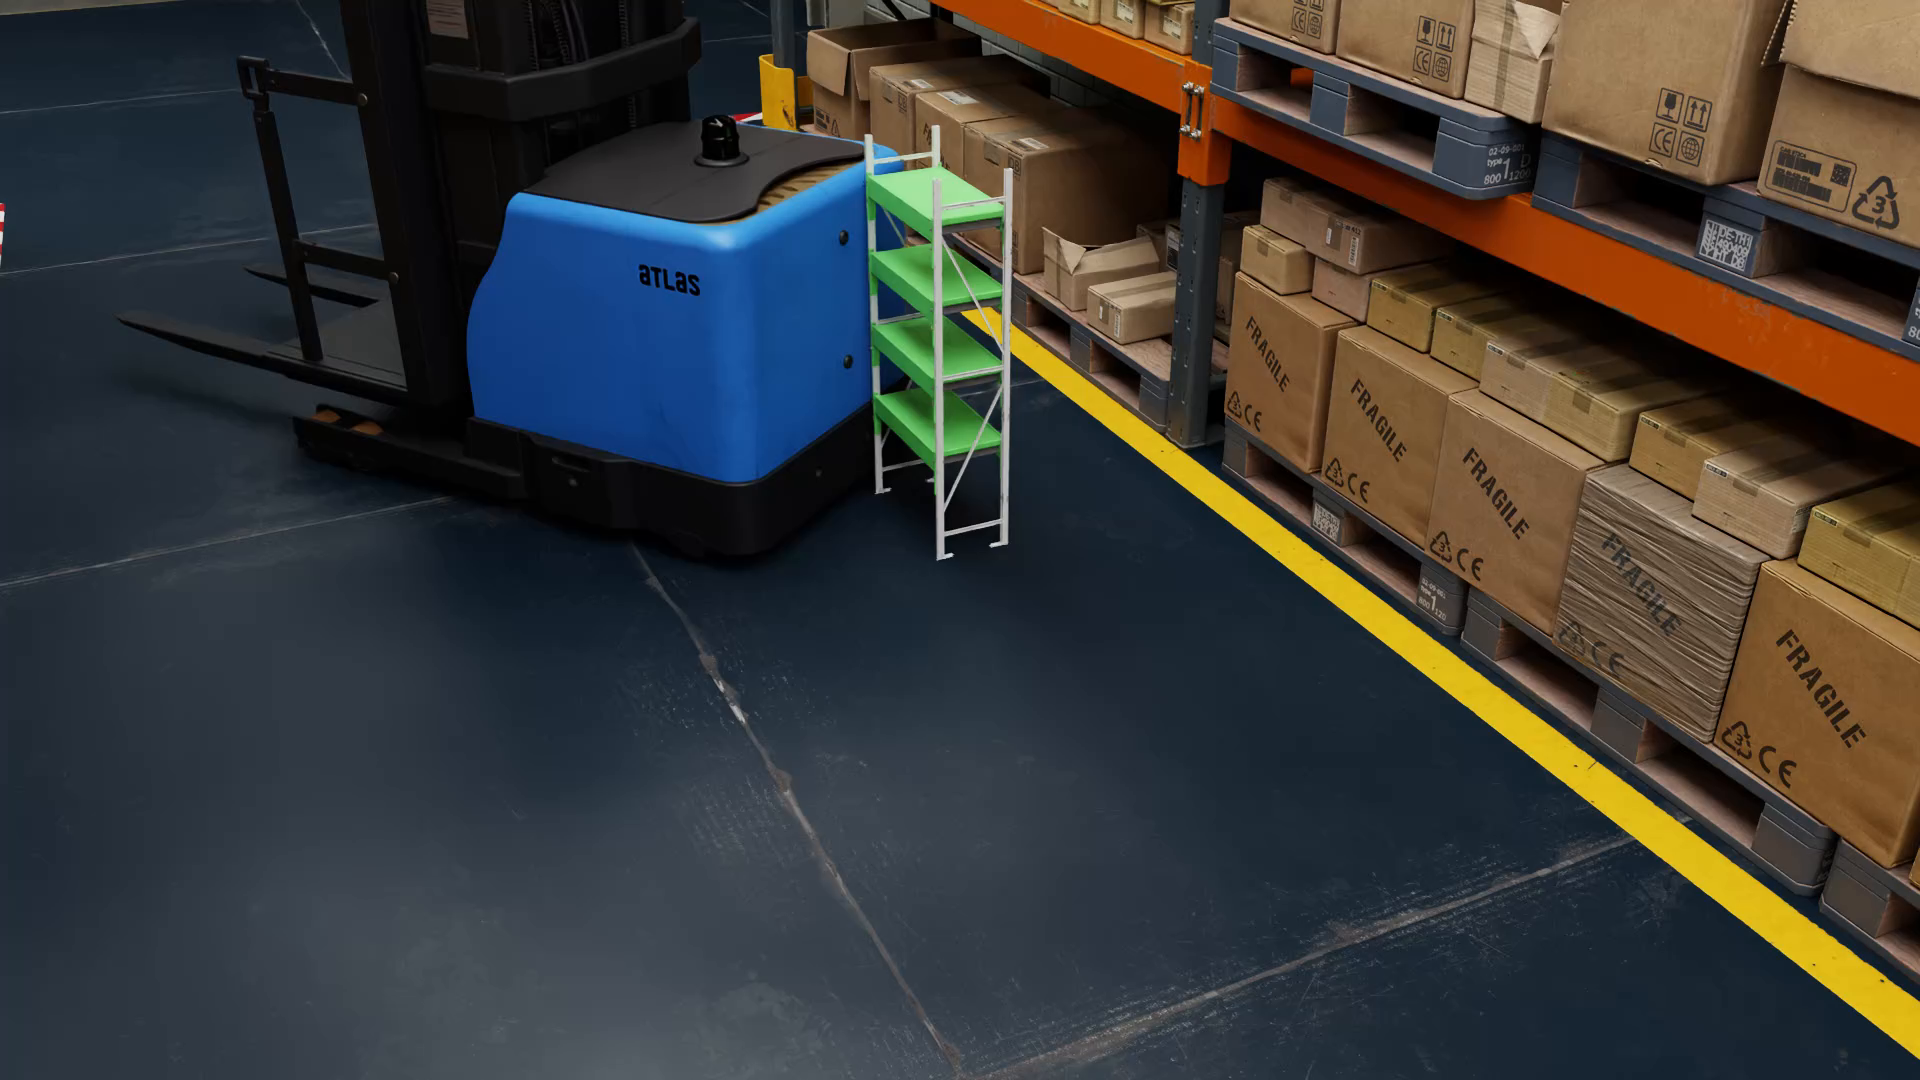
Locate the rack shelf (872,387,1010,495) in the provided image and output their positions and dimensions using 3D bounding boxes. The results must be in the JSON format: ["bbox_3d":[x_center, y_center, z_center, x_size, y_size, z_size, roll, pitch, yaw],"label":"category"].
[{"bbox_3d":[-0.066,-0.331,5.233,0.258,0.148,0.480,-13,32,-22],"label":"rack shelf"}]

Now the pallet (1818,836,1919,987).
[{"bbox_3d":[2.635,0.898,3.432,1.003,0.211,1.213,-13,32,-22],"label":"pallet"}]

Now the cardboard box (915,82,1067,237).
[{"bbox_3d":[0.133,-1.677,7.300,0.500,0.500,0.500,-12,32,-21],"label":"cardboard box"}]

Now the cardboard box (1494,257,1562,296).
[{"bbox_3d":[1.853,-0.800,5.074,0.380,0.149,0.250,-13,32,-21],"label":"cardboard box"}]

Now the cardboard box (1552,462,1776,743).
[{"bbox_3d":[1.874,0.106,4.121,0.500,0.500,0.500,-14,32,-24],"label":"cardboard box"}]

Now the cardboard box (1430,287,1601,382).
[{"bbox_3d":[1.557,-0.573,4.669,0.380,0.149,0.250,-14,32,-23],"label":"cardboard box"}]

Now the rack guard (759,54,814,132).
[{"bbox_3d":[-0.480,-2.390,9.002,1.175,0.500,0.348,-13,32,-22],"label":"rack guard"}]

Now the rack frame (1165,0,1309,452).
[{"bbox_3d":[1.205,-1.747,5.299,1.000,3.000,0.127,-13,32,-22],"label":"rack frame"}]

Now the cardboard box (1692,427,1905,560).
[{"bbox_3d":[1.937,-0.113,3.847,0.380,0.149,0.250,-15,32,-24],"label":"cardboard box"}]

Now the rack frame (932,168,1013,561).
[{"bbox_3d":[0.037,-0.488,4.892,0.240,1.200,0.015,-13,32,-22],"label":"rack frame"}]

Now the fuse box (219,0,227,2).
[{"bbox_3d":[-5.476,-4.771,12.009,0.539,1.711,0.414,-13,32,-22],"label":"fuse box"}]

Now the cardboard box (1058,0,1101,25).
[{"bbox_3d":[0.575,-1.946,5.910,0.380,0.149,0.250,-12,32,-21],"label":"cardboard box"}]

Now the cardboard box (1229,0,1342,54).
[{"bbox_3d":[1.210,-1.713,4.707,0.700,0.500,0.500,-12,32,-21],"label":"cardboard box"}]

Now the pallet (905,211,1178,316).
[{"bbox_3d":[0.383,-1.374,7.485,1.003,0.211,1.213,-13,32,-22],"label":"pallet"}]

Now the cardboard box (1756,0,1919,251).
[{"bbox_3d":[2.054,-0.891,3.237,0.797,0.503,0.637,-14,32,-23],"label":"cardboard box"}]

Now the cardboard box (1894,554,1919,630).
[{"bbox_3d":[2.190,0.113,3.445,0.380,0.149,0.250,-12,31,-21],"label":"cardboard box"}]

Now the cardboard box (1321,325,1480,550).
[{"bbox_3d":[1.446,-0.346,4.927,0.500,0.500,0.500,-14,32,-23],"label":"cardboard box"}]

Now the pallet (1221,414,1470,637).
[{"bbox_3d":[1.588,-0.180,5.355,1.003,0.211,1.213,-13,32,-22],"label":"pallet"}]

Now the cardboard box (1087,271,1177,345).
[{"bbox_3d":[0.700,-0.871,6.223,0.380,0.149,0.250,-14,32,-23],"label":"cardboard box"}]

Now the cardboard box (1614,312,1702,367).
[{"bbox_3d":[2.056,-0.560,4.645,0.380,0.149,0.250,-12,32,-21],"label":"cardboard box"}]

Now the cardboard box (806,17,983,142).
[{"bbox_3d":[-0.336,-2.318,8.441,0.797,0.503,0.637,-14,32,-24],"label":"cardboard box"}]

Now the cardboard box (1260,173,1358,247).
[{"bbox_3d":[1.173,-1.051,5.217,0.380,0.149,0.250,-14,32,-23],"label":"cardboard box"}]

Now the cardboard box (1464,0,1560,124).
[{"bbox_3d":[1.454,-1.178,3.991,0.396,0.266,0.258,-12,31,-20],"label":"cardboard box"}]

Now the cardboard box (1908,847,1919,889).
[{"bbox_3d":[2.341,0.562,3.308,0.500,0.500,0.500,-14,32,-23],"label":"cardboard box"}]

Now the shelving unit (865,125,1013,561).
[{"bbox_3d":[-0.067,-0.596,5.085,0.258,1.200,0.503,-13,32,-22],"label":"shelving unit"}]

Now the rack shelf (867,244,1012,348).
[{"bbox_3d":[-0.067,-0.749,4.998,0.258,0.148,0.480,-13,32,-22],"label":"rack shelf"}]

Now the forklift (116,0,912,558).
[{"bbox_3d":[-1.708,-1.724,5.328,3.031,2.935,1.130,15,32,24],"label":"forklift"}]

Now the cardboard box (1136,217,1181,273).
[{"bbox_3d":[0.948,-1.220,6.844,0.380,0.149,0.250,-14,32,-23],"label":"cardboard box"}]

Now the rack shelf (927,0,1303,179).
[{"bbox_3d":[0.346,-2.317,7.051,1.077,0.370,4.000,-13,32,-22],"label":"rack shelf"}]

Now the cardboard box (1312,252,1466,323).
[{"bbox_3d":[1.307,-0.803,5.078,0.380,0.149,0.250,-14,32,-23],"label":"cardboard box"}]

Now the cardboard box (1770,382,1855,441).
[{"bbox_3d":[2.298,-0.340,4.253,0.380,0.149,0.250,-14,32,-24],"label":"cardboard box"}]

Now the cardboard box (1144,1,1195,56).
[{"bbox_3d":[0.840,-1.726,5.517,0.380,0.149,0.250,-13,32,-21],"label":"cardboard box"}]

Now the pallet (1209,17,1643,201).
[{"bbox_3d":[1.449,-1.288,4.676,1.003,0.211,1.213,-13,32,-22],"label":"pallet"}]

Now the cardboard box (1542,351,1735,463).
[{"bbox_3d":[1.735,-0.345,4.262,0.380,0.149,0.250,-12,31,-20],"label":"cardboard box"}]
